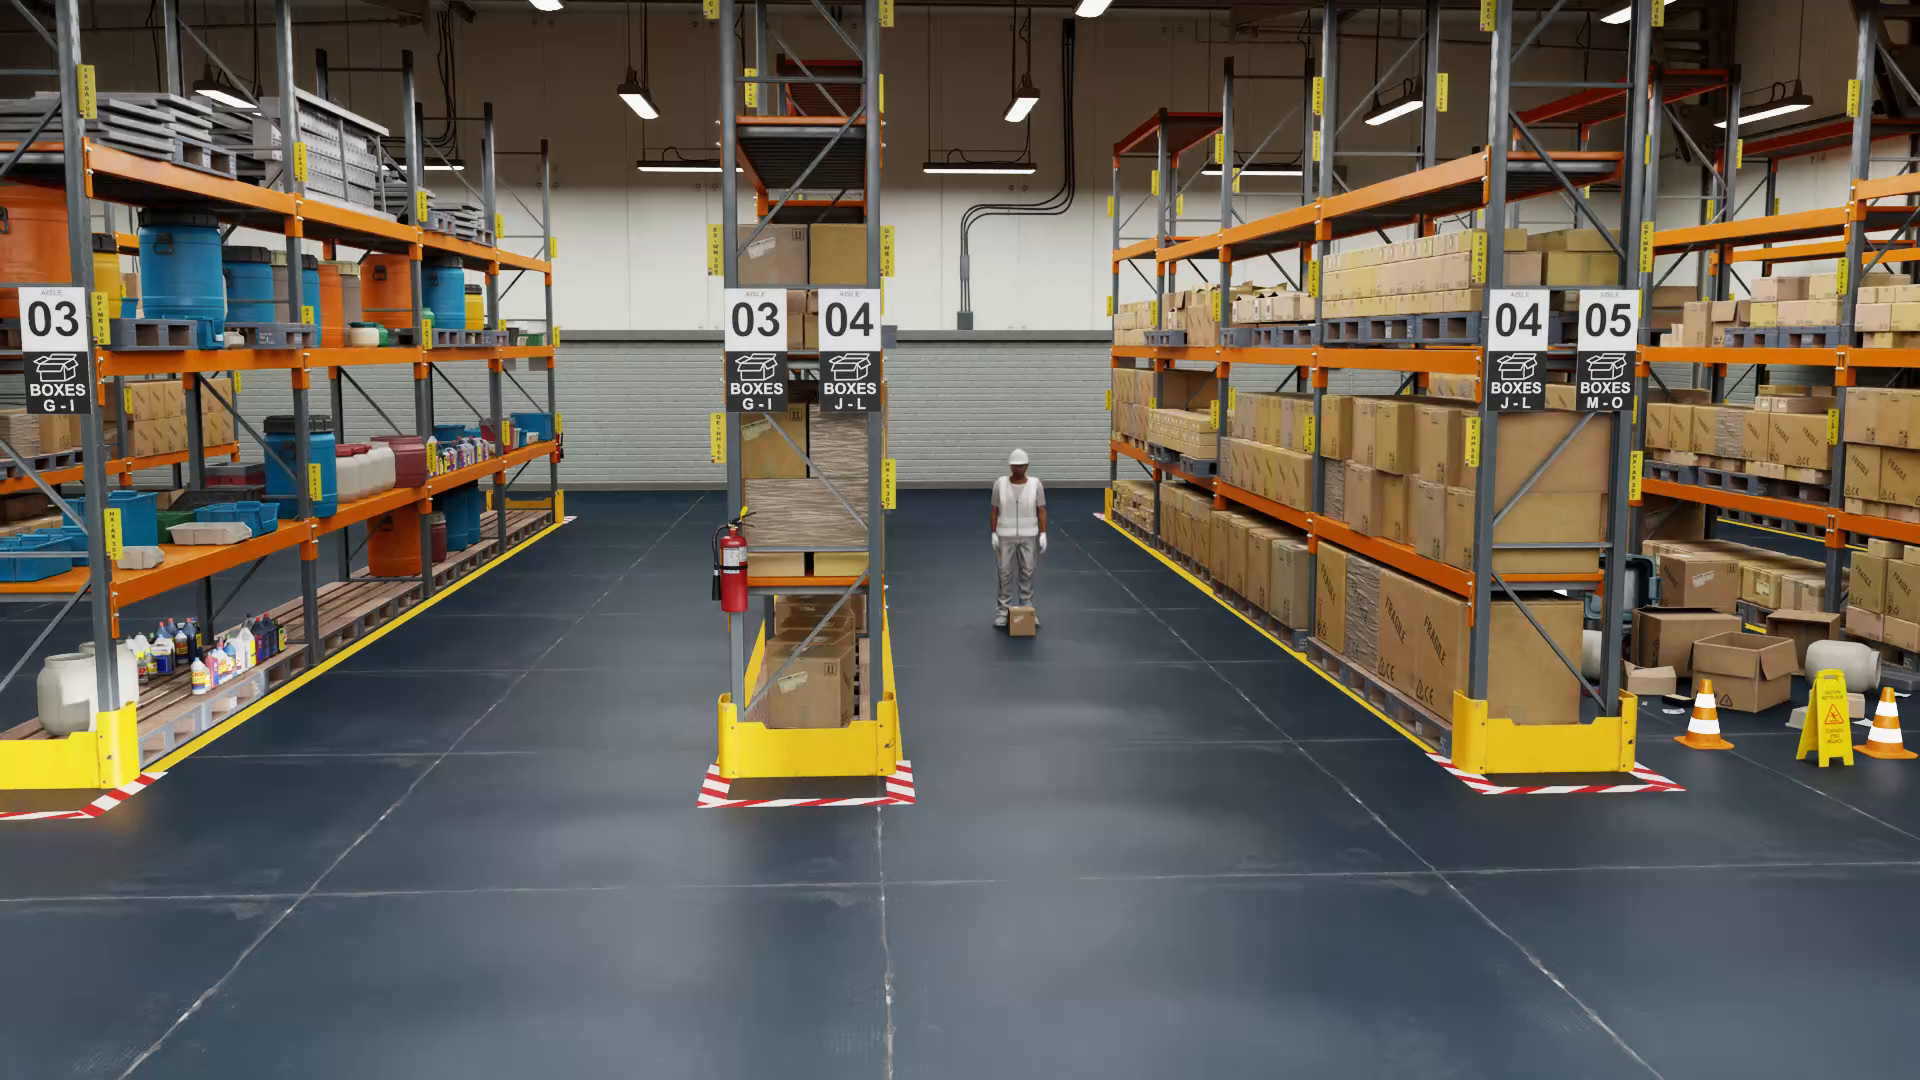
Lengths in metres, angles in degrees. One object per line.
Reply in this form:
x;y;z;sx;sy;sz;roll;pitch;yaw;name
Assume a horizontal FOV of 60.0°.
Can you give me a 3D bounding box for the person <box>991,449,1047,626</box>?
0.593;-0.025;16.814;0.564;1.786;0.356;0;7;-1;person
